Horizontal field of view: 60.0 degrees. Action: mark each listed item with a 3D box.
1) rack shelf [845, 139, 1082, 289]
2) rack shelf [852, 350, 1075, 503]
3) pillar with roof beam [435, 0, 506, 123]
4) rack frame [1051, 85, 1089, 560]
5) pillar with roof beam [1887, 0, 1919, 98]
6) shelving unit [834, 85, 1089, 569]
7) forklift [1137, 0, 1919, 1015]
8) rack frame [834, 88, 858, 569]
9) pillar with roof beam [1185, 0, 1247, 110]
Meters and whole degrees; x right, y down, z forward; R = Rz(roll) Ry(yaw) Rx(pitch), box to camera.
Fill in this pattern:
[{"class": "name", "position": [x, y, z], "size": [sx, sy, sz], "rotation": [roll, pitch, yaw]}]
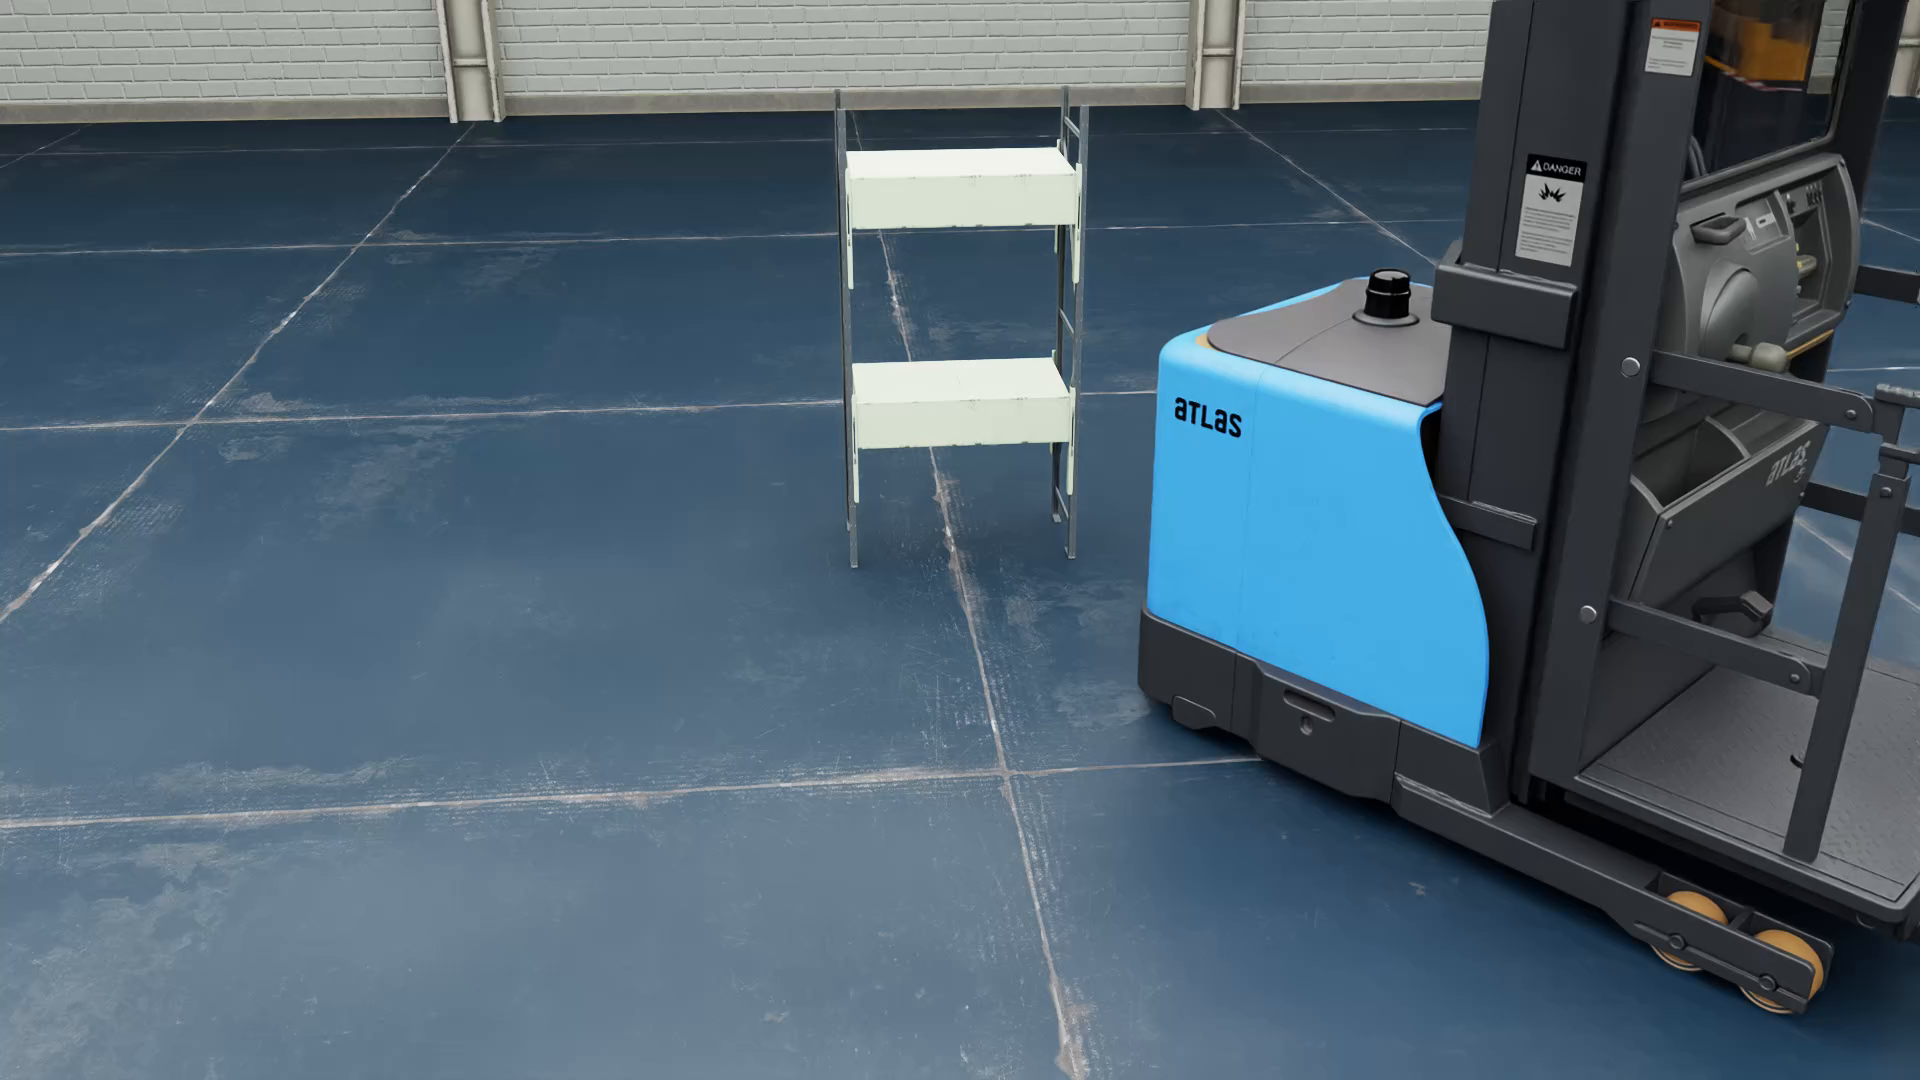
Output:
[{"class": "rack shelf", "position": [-0.007, -1.042, 5.286], "size": [0.720, 0.370, 0.431], "rotation": [-2, 24, -5]}, {"class": "rack shelf", "position": [-0.007, -0.387, 5.577], "size": [0.720, 0.370, 0.431], "rotation": [-2, 24, -5]}, {"class": "pillar with roof beam", "position": [-3.444, -5.755, 7.620], "size": [0.400, 9.000, 9.100], "rotation": [-2, 24, -5]}, {"class": "rack frame", "position": [0.358, -0.700, 5.478], "size": [0.023, 1.500, 0.400], "rotation": [-2, 24, -5]}, {"class": "pillar with roof beam", "position": [8.498, -6.235, 8.697], "size": [0.400, 9.000, 9.100], "rotation": [-2, 24, -5]}, {"class": "shelving unit", "position": [-0.007, -0.685, 5.445], "size": [0.755, 1.500, 0.431], "rotation": [-2, 24, -5]}, {"class": "forklift", "position": [1.888, -0.581, 3.448], "size": [1.130, 2.935, 3.031], "rotation": [-22, 32, -40]}, {"class": "rack frame", "position": [-0.371, -0.670, 5.412], "size": [0.023, 1.500, 0.400], "rotation": [-2, 24, -5]}, {"class": "pillar with roof beam", "position": [2.527, -5.995, 8.159], "size": [0.400, 9.000, 9.100], "rotation": [-2, 24, -5]}]
